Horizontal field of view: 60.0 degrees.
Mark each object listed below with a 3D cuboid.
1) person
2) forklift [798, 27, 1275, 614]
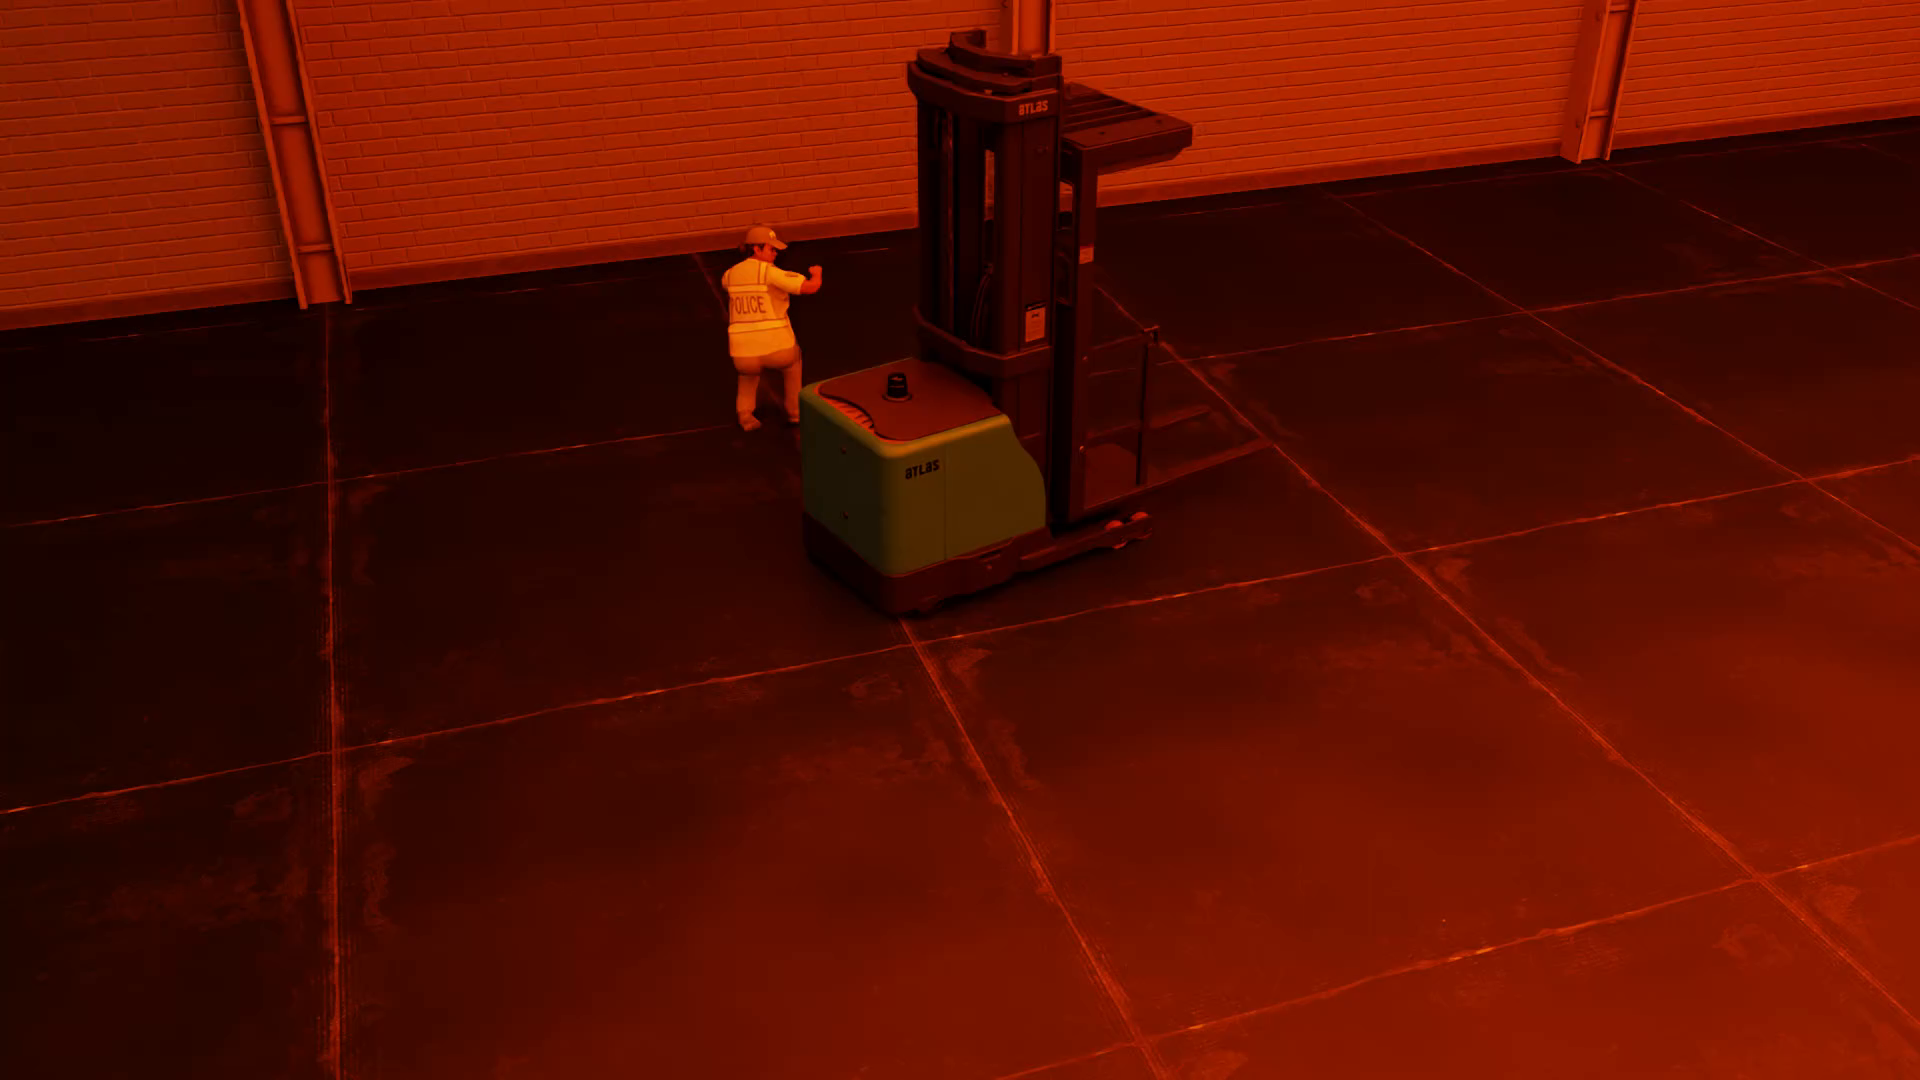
[{"bbox_3d":[-1.242,-1.429,11.131,0.730,1.398,0.950,4,30,8],"label":"person"},{"bbox_3d":[0.581,-1.418,9.552,3.031,2.935,1.130,-19,35,-29],"label":"forklift"}]
